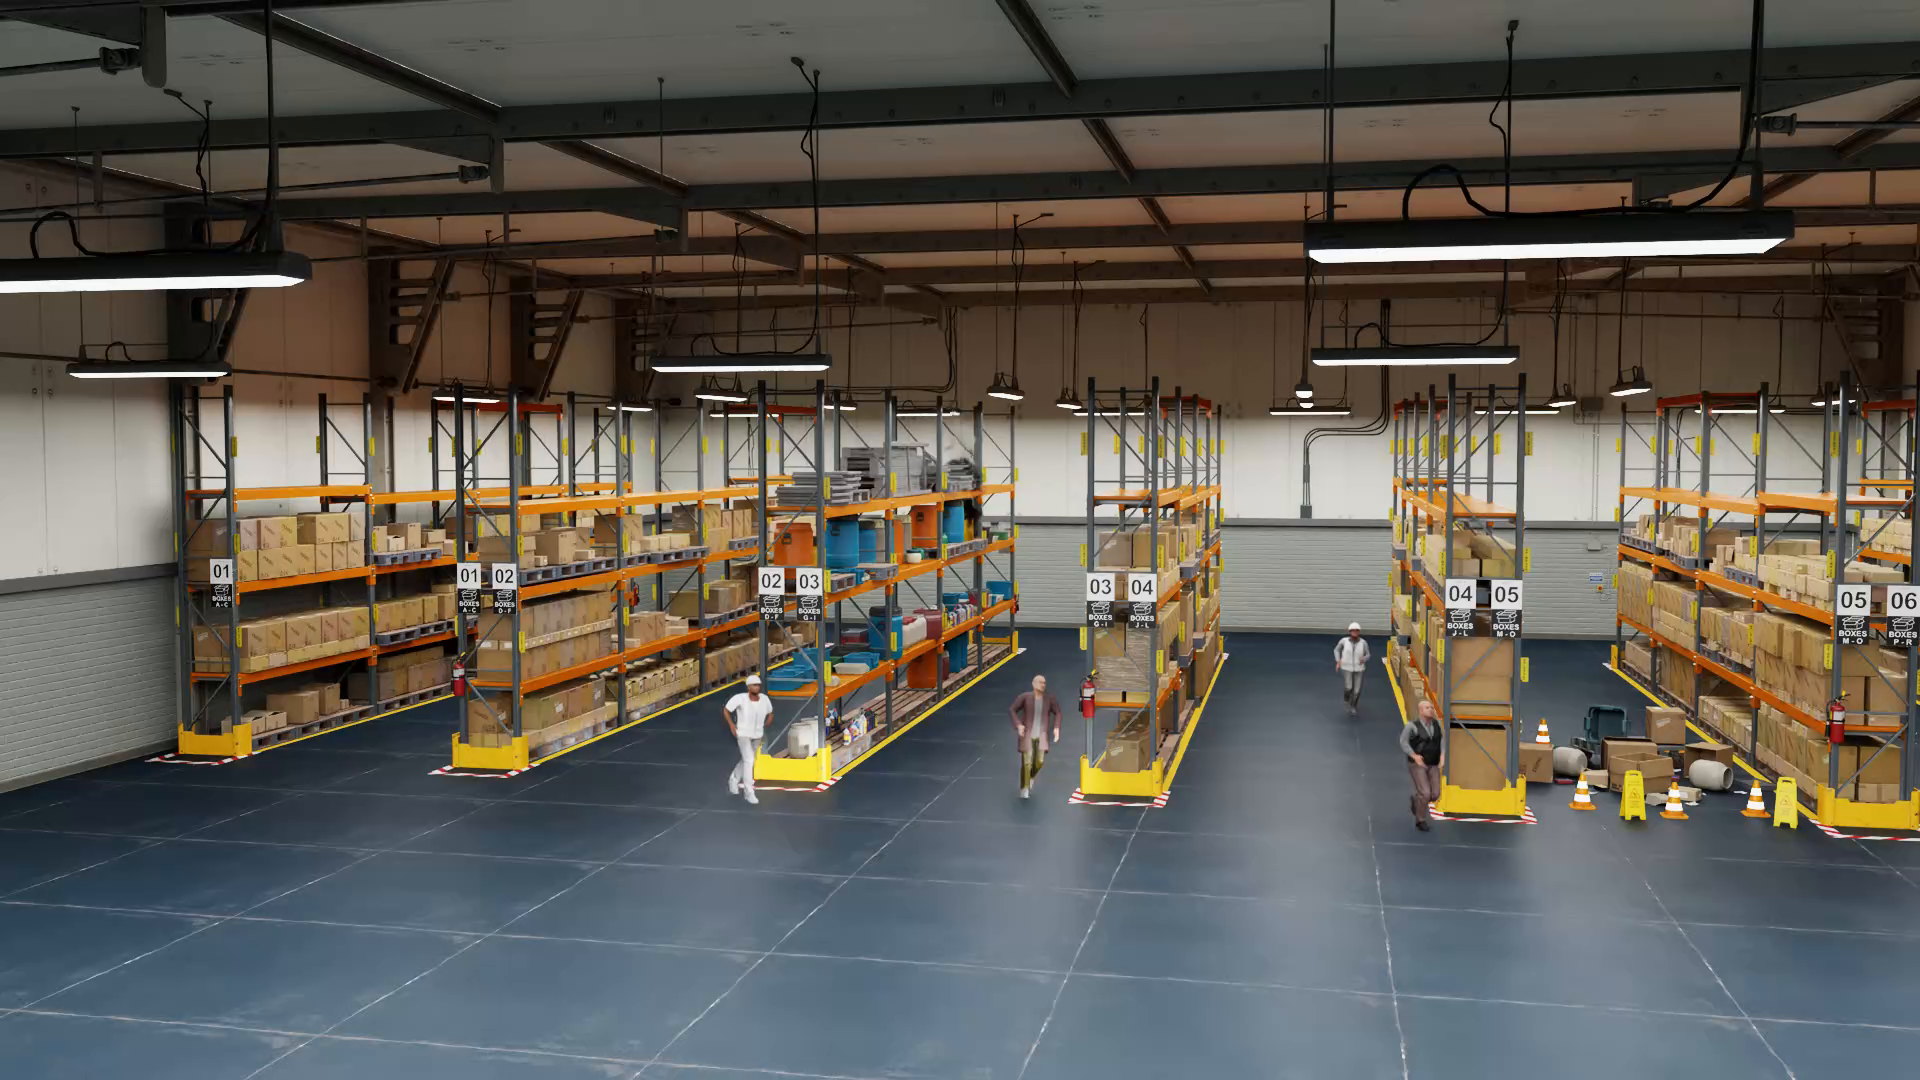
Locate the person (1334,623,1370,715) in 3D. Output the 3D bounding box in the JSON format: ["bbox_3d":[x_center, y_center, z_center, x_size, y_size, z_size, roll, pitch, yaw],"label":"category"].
[{"bbox_3d":[7.285,2.393,30.837,0.630,1.727,0.733,0,3,5],"label":"person"}]

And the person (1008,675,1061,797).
[{"bbox_3d":[1.086,2.811,23.868,0.784,1.728,0.567,0,3,-7],"label":"person"}]

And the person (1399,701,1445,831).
[{"bbox_3d":[6.089,2.944,21.919,0.690,1.686,0.616,-1,3,-17],"label":"person"}]

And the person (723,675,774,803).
[{"bbox_3d":[-2.962,2.775,23.595,0.699,1.748,0.933,-3,4,-40],"label":"person"}]
